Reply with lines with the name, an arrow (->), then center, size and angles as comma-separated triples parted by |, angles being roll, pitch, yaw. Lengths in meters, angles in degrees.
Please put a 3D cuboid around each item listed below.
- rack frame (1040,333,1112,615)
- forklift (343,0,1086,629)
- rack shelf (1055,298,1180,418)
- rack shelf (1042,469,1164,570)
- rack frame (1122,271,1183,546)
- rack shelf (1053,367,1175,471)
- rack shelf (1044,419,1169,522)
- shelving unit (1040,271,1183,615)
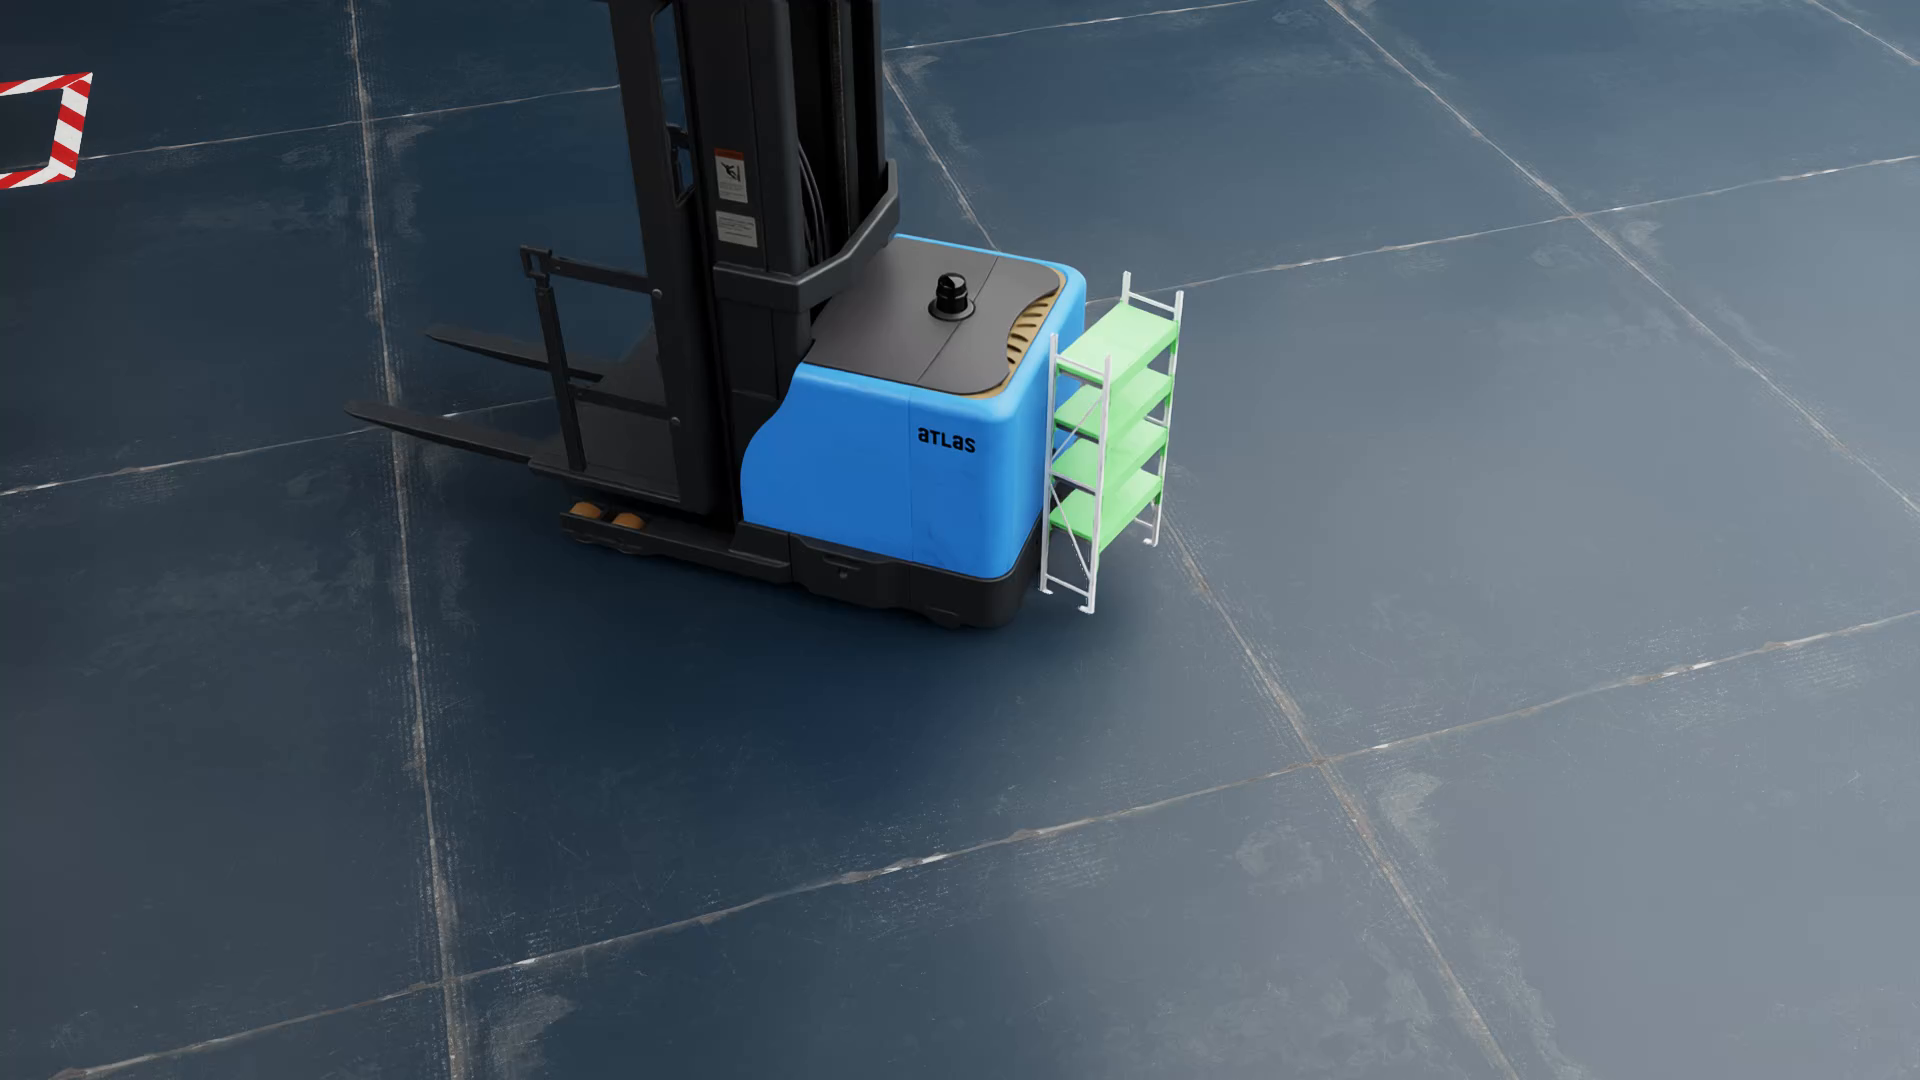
rack frame -> 0.415, -0.213, 6.082 | 0.240, 1.200, 0.015 | 25, 47, 26
forklift -> -1.080, -1.359, 6.078 | 3.031, 2.935, 1.130 | 13, 43, 15
rack shelf -> 0.555, -0.658, 5.959 | 0.258, 0.148, 0.480 | 25, 47, 26
rack shelf -> 0.555, -0.116, 6.432 | 0.258, 0.148, 0.480 | 25, 47, 26
rack frame -> 0.696, -0.476, 6.383 | 0.240, 1.200, 0.015 | 25, 47, 26
rack shelf -> 0.555, -0.477, 6.117 | 0.258, 0.148, 0.480 | 25, 47, 26
rack shelf -> 0.555, -0.296, 6.274 | 0.258, 0.148, 0.480 | 25, 47, 26
shelving unit -> 0.555, -0.345, 6.232 | 0.258, 1.200, 0.503 | 25, 47, 26
